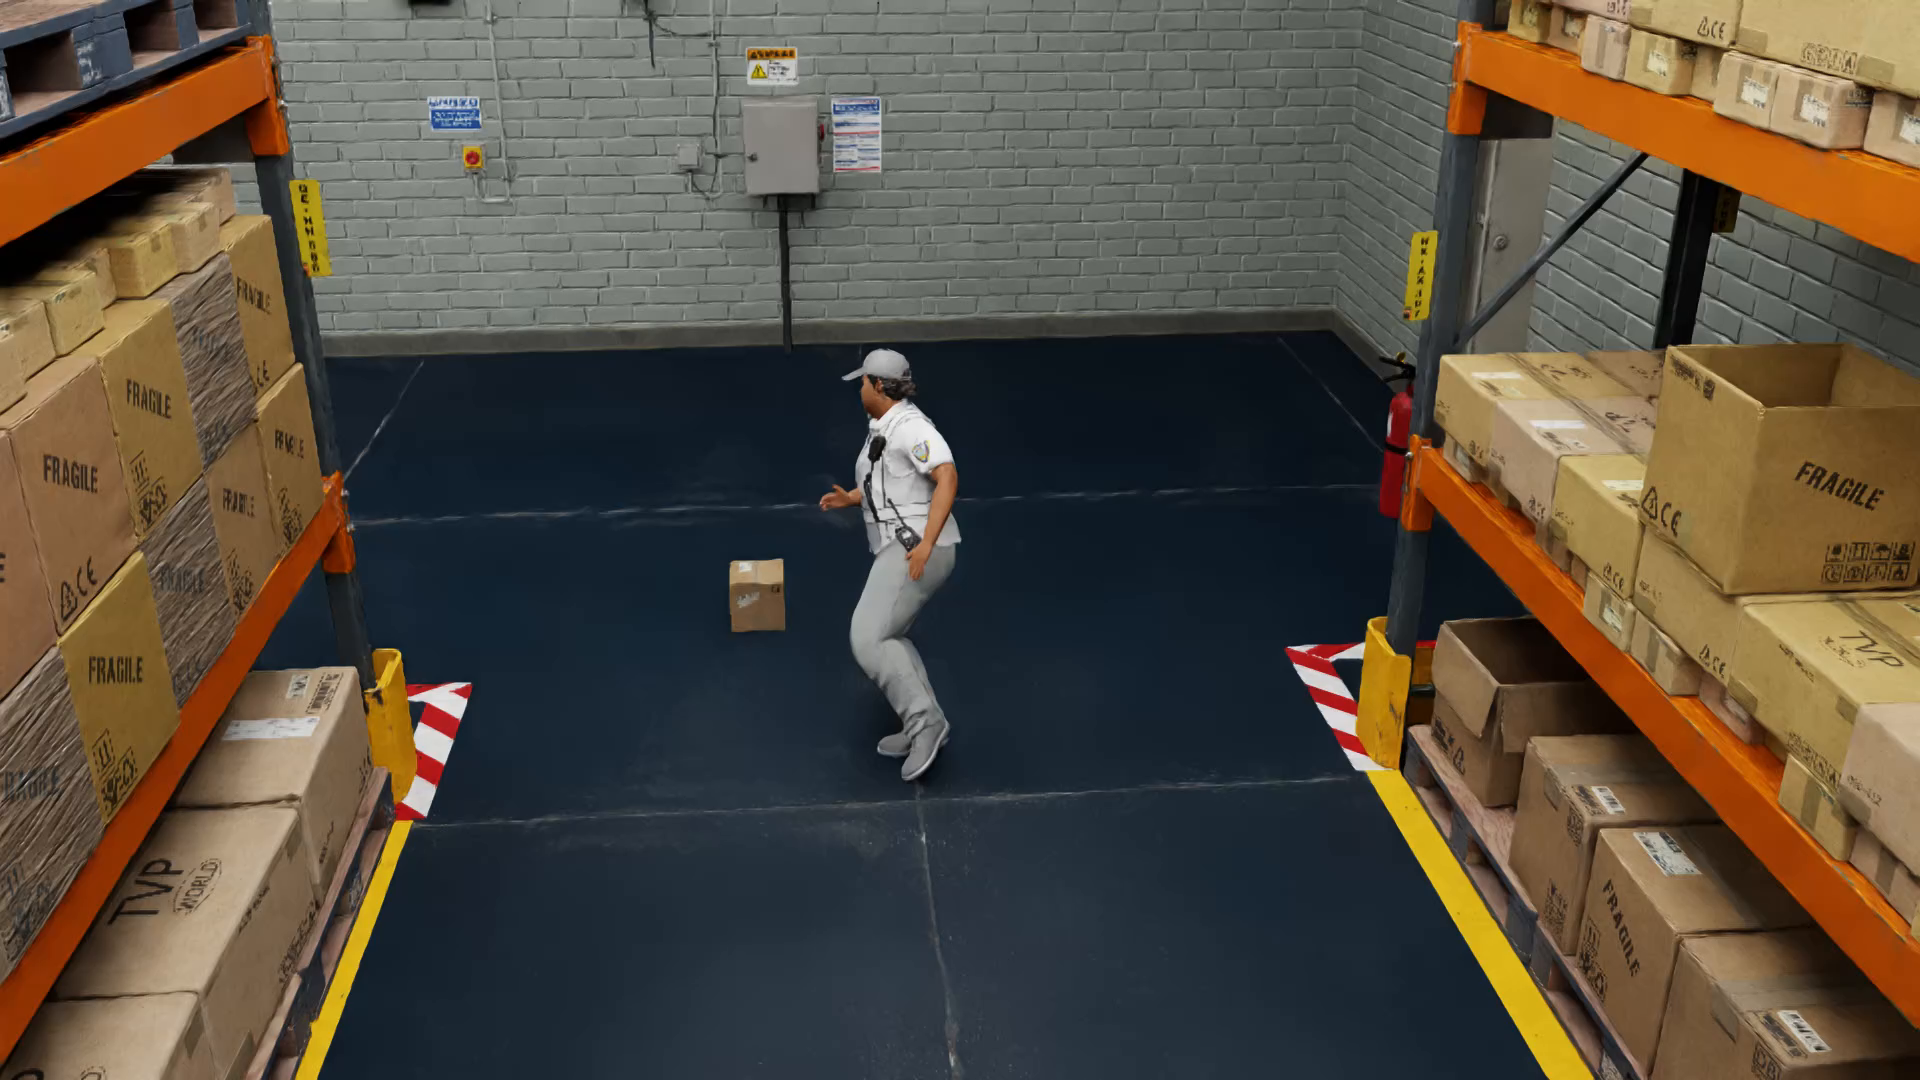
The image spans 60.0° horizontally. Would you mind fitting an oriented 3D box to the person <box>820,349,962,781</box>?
[{"bbox_3d":[-0.253,0.079,6.557,0.562,1.541,0.890,-5,24,-12],"label":"person"}]
